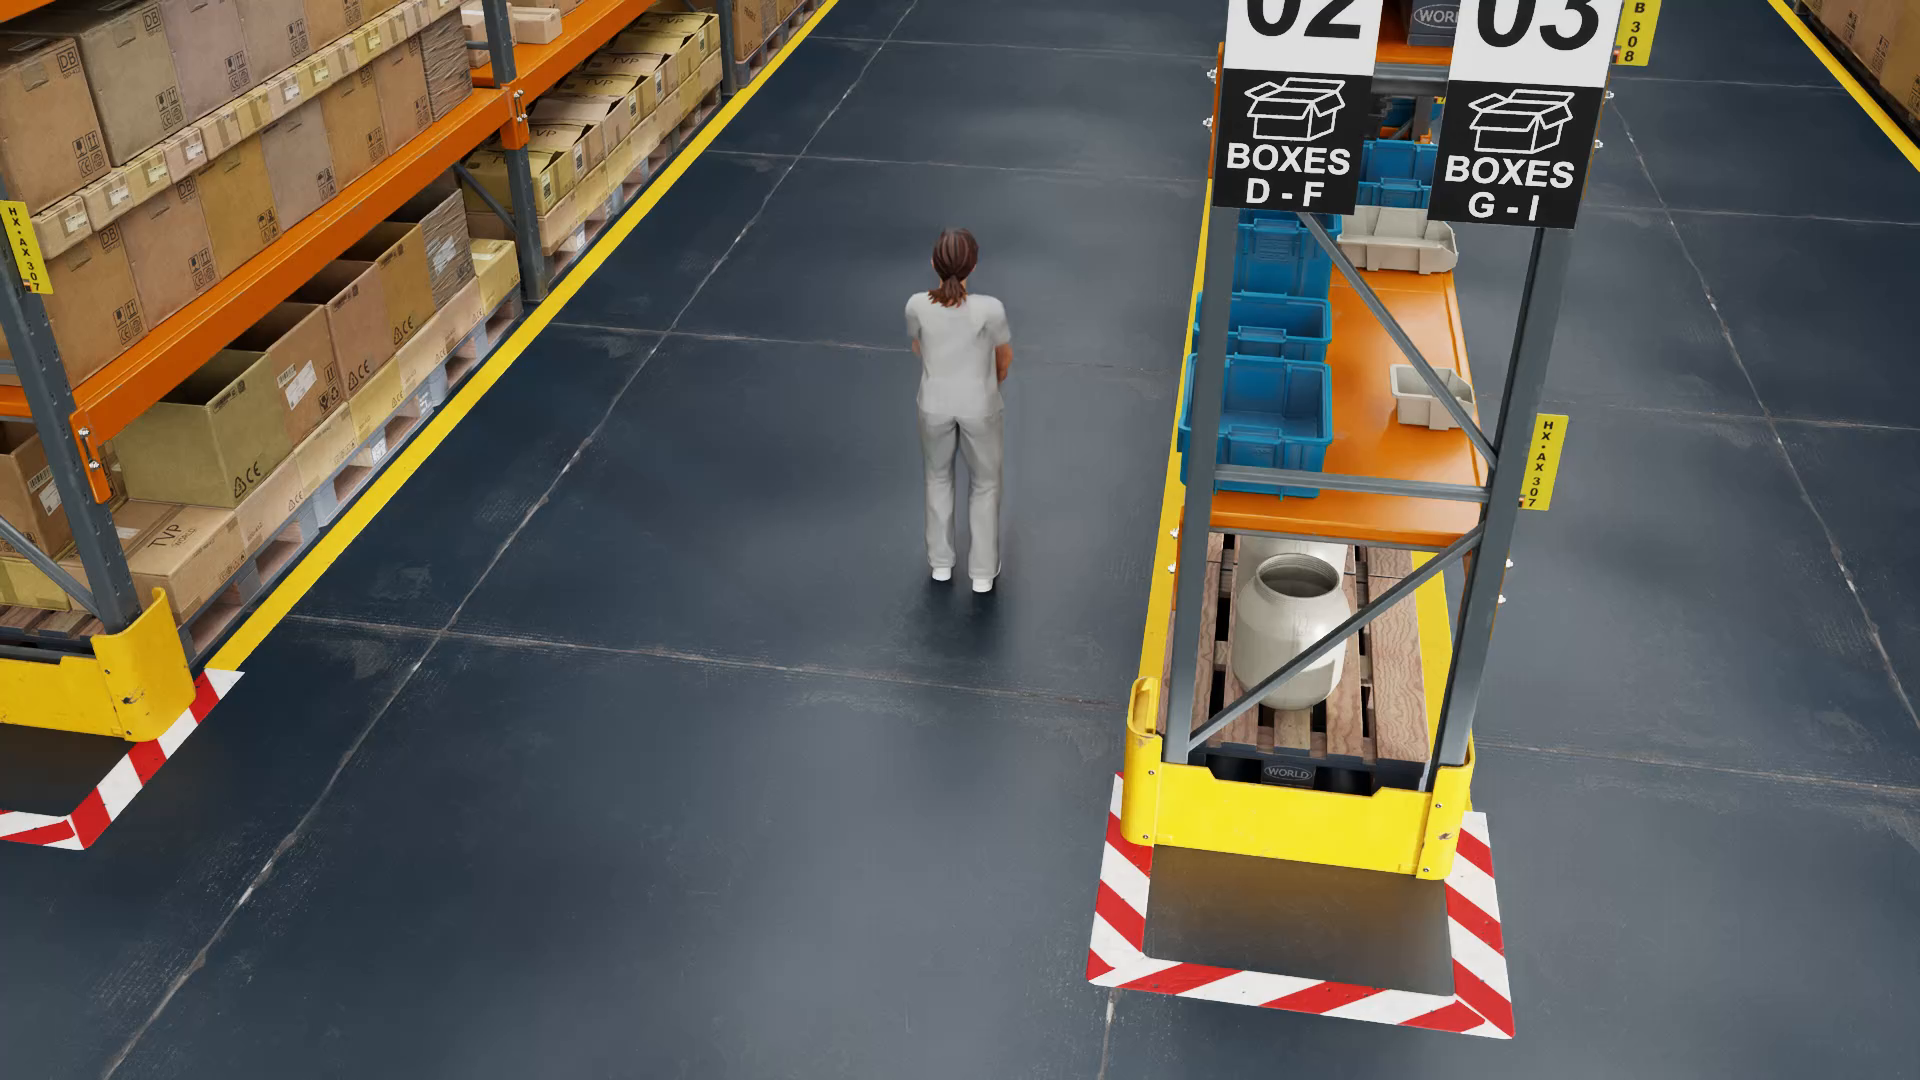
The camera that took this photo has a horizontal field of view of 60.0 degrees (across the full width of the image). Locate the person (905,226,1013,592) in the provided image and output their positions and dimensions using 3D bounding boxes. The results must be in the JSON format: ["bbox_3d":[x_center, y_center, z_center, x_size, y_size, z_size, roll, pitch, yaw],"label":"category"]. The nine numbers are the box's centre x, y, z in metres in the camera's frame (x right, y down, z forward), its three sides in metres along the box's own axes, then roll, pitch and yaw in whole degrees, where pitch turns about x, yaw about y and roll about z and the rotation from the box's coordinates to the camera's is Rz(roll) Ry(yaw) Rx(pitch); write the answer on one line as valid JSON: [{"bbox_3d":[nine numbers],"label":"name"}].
[{"bbox_3d":[0.007,-0.575,7.053,0.434,1.667,0.548,5,33,9],"label":"person"}]
